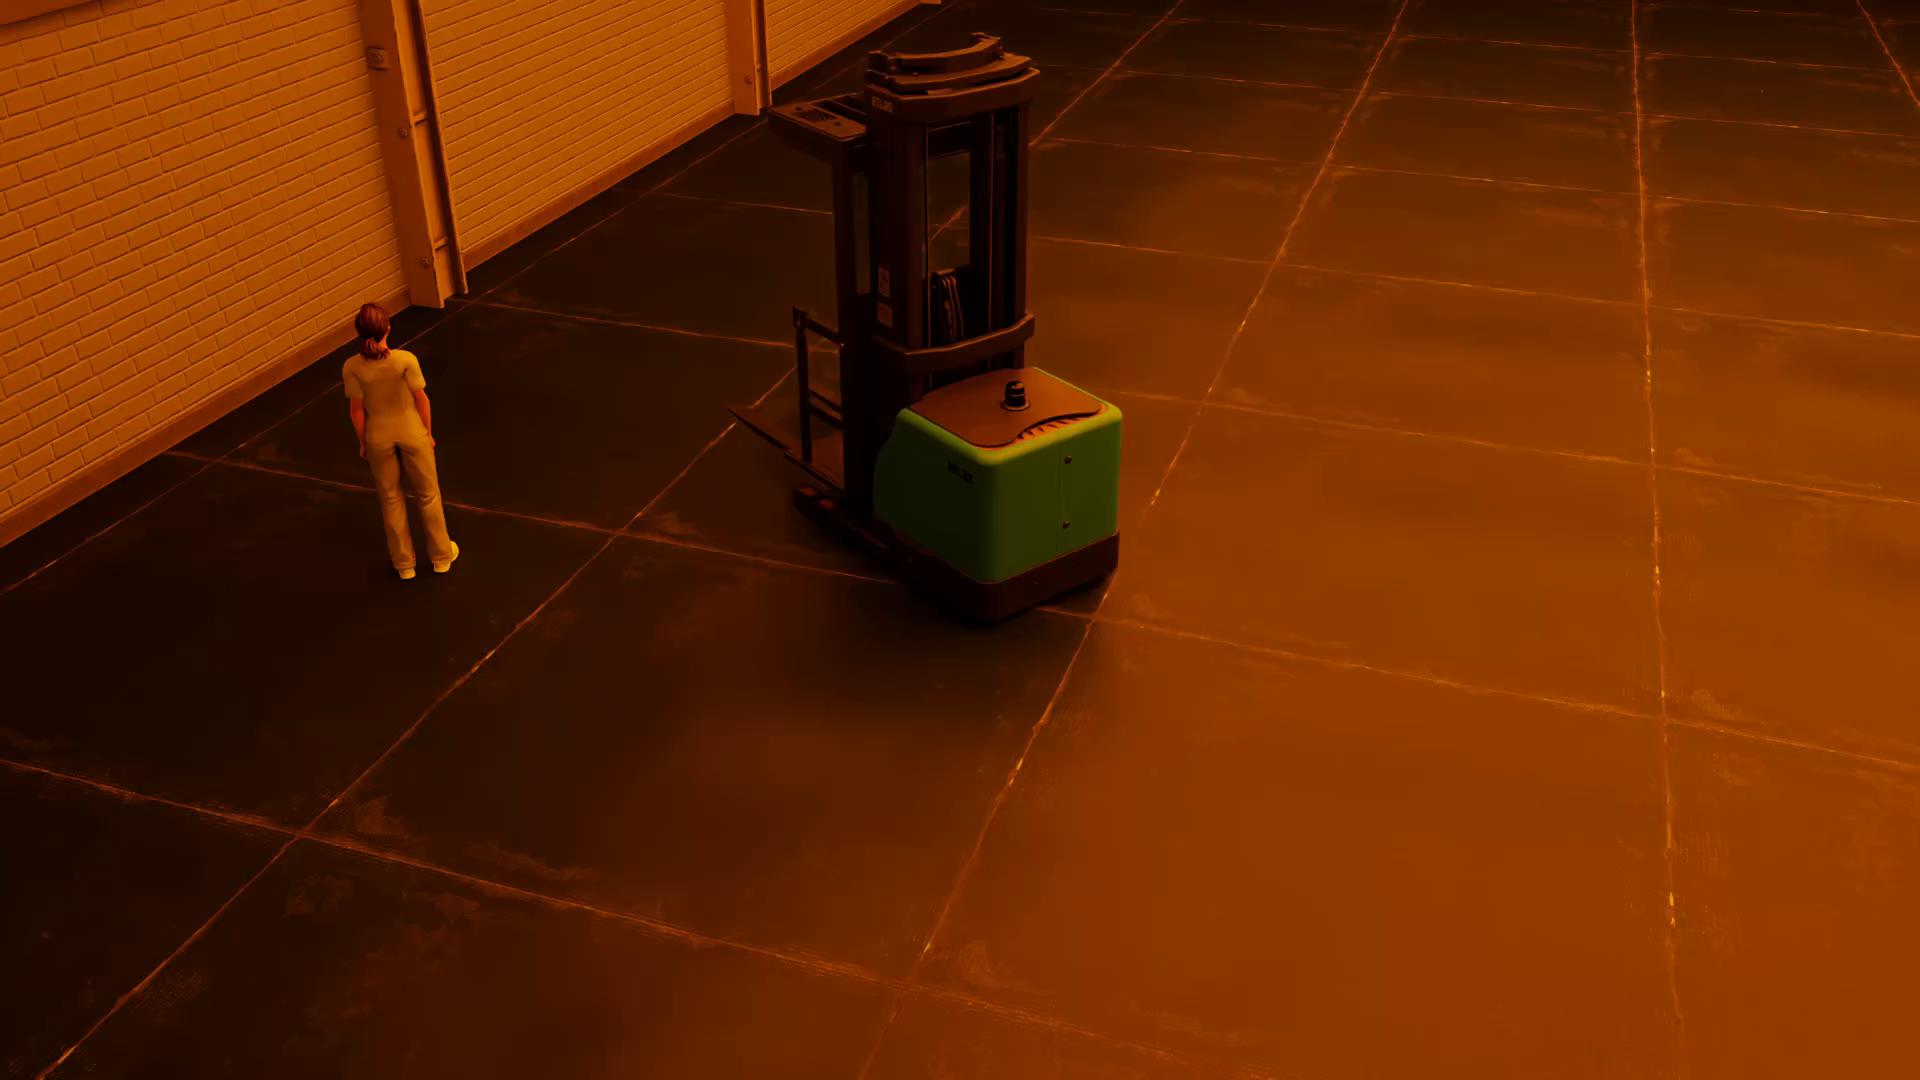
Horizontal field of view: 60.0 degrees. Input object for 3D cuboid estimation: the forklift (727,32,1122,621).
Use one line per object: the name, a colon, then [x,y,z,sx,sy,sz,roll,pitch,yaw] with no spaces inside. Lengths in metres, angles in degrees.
forklift: [-0.384,-1.493,9.756,1.130,2.935,3.031,-21,36,-32]

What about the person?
person: [-3.180,-0.559,9.391,0.437,1.671,0.384,-8,31,-14]
